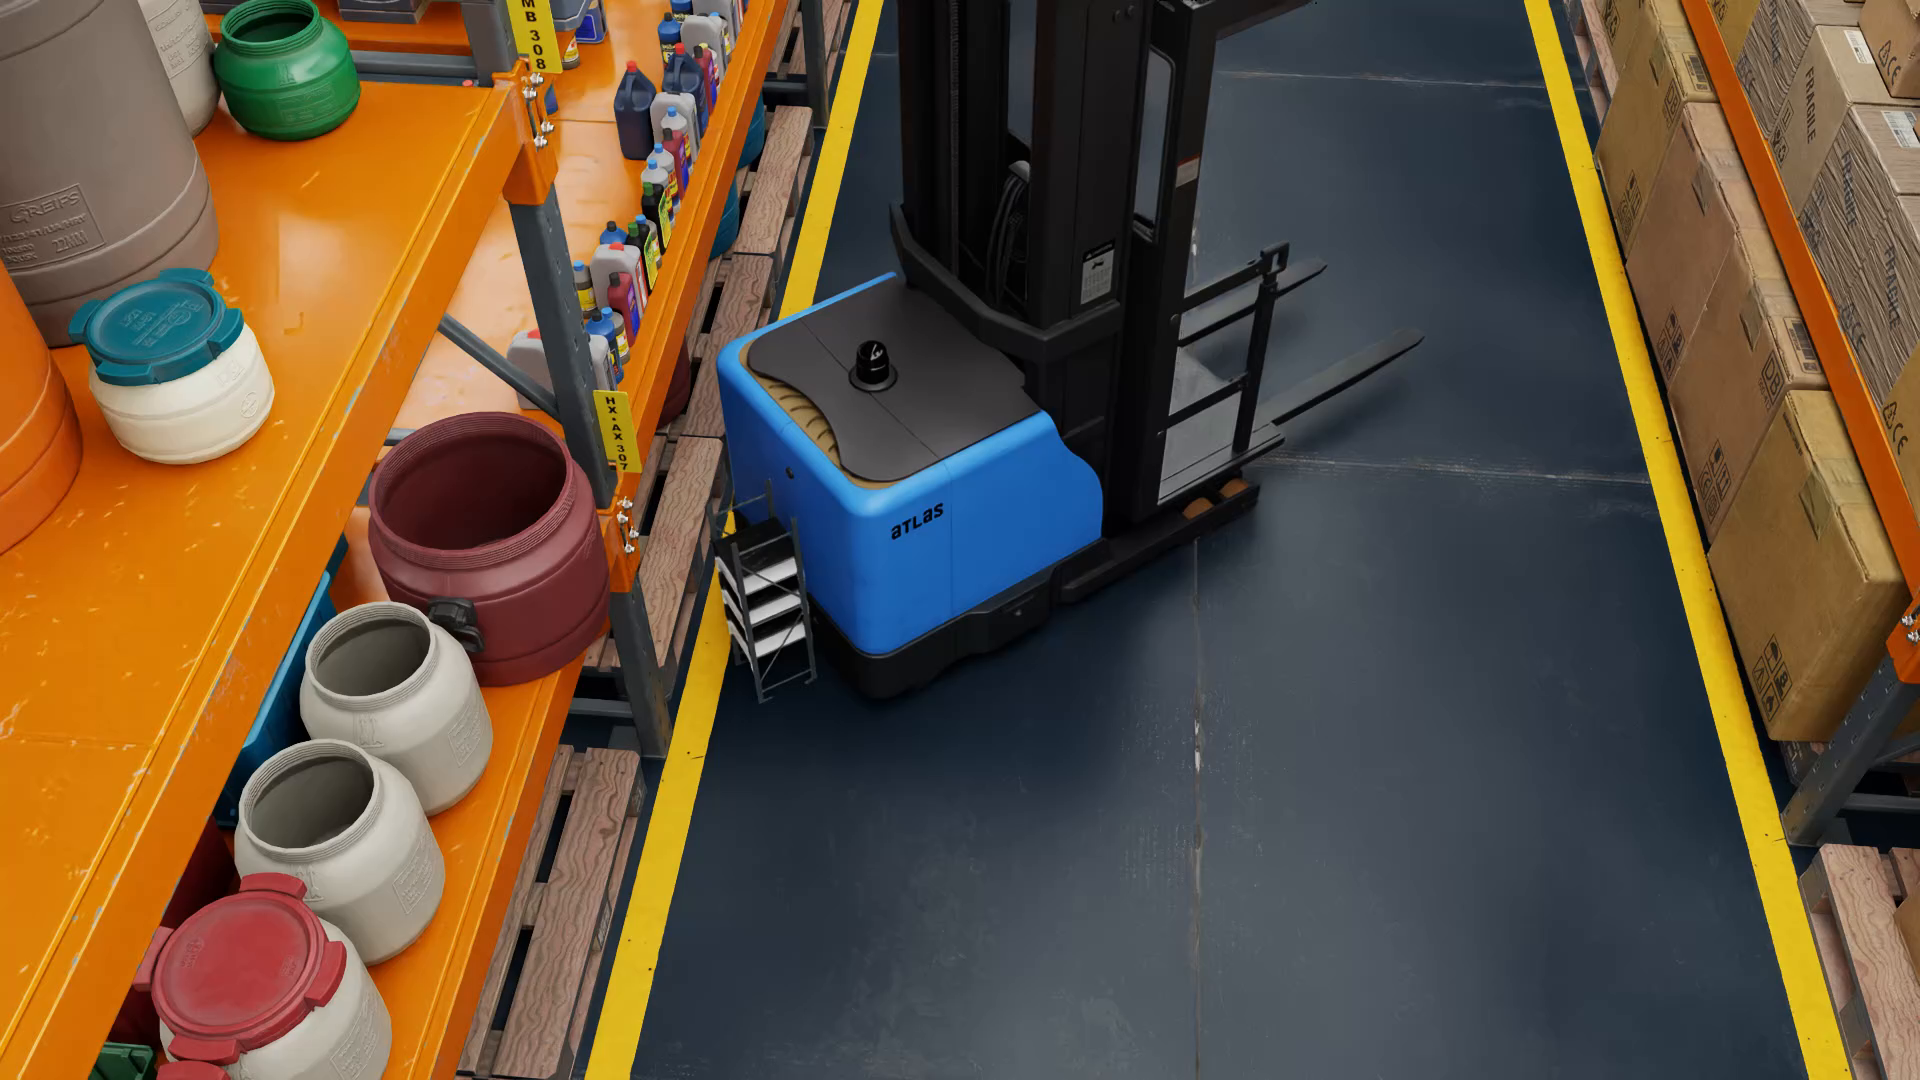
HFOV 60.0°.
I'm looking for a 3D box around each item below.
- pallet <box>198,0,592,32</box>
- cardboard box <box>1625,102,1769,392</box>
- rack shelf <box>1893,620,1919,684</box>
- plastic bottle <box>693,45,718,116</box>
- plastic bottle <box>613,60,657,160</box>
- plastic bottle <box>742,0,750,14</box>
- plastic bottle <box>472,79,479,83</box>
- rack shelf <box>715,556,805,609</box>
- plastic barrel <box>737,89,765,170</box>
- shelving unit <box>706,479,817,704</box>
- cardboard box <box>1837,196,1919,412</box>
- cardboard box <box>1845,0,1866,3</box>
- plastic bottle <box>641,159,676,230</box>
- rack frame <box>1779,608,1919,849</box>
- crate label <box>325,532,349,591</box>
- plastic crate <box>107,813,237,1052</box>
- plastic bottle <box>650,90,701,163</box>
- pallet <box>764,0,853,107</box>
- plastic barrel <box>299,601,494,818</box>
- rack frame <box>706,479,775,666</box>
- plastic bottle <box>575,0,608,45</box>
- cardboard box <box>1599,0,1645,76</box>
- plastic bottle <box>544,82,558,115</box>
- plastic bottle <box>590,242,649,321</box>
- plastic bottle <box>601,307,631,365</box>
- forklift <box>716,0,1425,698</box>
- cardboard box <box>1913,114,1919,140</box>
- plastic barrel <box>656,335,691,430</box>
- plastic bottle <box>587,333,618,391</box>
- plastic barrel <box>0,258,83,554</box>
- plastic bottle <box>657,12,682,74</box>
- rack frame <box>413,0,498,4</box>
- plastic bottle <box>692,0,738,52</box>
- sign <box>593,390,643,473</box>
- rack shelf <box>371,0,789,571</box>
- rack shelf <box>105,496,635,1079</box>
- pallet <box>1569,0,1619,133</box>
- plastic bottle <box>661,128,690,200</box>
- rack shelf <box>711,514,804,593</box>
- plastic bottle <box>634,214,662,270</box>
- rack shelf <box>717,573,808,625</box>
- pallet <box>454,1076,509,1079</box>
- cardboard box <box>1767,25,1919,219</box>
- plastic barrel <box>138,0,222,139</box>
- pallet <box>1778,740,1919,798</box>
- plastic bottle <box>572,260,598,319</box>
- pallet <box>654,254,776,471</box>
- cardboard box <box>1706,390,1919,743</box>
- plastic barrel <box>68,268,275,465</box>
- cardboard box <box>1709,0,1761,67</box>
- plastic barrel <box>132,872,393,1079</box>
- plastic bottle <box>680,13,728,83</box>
[{"bbox_3d":[-1.388,-1.798,4.456,1.003,0.211,1.213,4,48,4],"label":"pallet"},{"bbox_3d":[3.623,-1.196,6.966,1.225,0.875,0.875,2,48,2],"label":"cardboard box"},{"bbox_3d":[3.195,1.752,3.602,1.077,0.370,4.000,4,48,4],"label":"rack shelf"},{"bbox_3d":[-0.993,-1.801,6.443,0.061,0.283,0.133,4,48,4],"label":"plastic bottle"},{"bbox_3d":[-1.213,-1.621,6.233,0.144,0.351,0.185,4,48,4],"label":"plastic bottle"},{"bbox_3d":[-0.965,-2.383,6.930,0.144,0.351,0.185,4,48,4],"label":"plastic bottle"},{"bbox_3d":[-1.810,-1.654,6.309,0.061,0.283,0.133,4,48,4],"label":"plastic bottle"},{"bbox_3d":[-0.702,0.104,5.841,0.258,0.077,0.200,-24,53,-19],"label":"rack shelf"},{"bbox_3d":[-1.257,-2.268,7.929,0.600,0.901,0.708,4,48,4],"label":"plastic barrel"},{"bbox_3d":[-0.700,0.200,5.951,0.258,0.900,0.210,-24,53,-19],"label":"shelving unit"},{"bbox_3d":[3.227,-0.739,5.326,0.500,0.500,0.500,3,48,3],"label":"cardboard box"},{"bbox_3d":[3.618,-2.298,6.072,0.797,0.503,0.637,4,48,4],"label":"cardboard box"},{"bbox_3d":[-1.081,-1.237,5.936,0.097,0.271,0.097,0,48,0],"label":"plastic bottle"},{"bbox_3d":[3.377,0.040,4.681,1.000,3.000,0.127,4,48,4],"label":"rack frame"},{"bbox_3d":[-1.967,0.047,4.787,0.303,0.233,0.416,4,48,4],"label":"crate label"},{"bbox_3d":[-2.007,0.852,3.895,0.402,0.464,0.583,4,48,4],"label":"plastic crate"},{"bbox_3d":[-1.067,-1.567,6.234,0.152,0.276,0.135,4,48,4],"label":"plastic bottle"},{"bbox_3d":[-1.162,-2.835,9.199,1.003,0.211,1.213,4,48,4],"label":"pallet"},{"bbox_3d":[-1.436,0.439,4.240,0.421,0.512,0.421,0,48,0],"label":"plastic barrel"},{"bbox_3d":[-0.751,0.134,6.010,0.240,0.900,0.006,-24,53,-19],"label":"rack frame"},{"bbox_3d":[-1.545,-2.186,6.800,0.152,0.276,0.135,4,48,4],"label":"plastic bottle"},{"bbox_3d":[3.882,-2.804,8.437,0.875,0.875,0.875,4,48,4],"label":"cardboard box"},{"bbox_3d":[-1.630,-1.788,6.440,0.097,0.271,0.097,0,48,0],"label":"plastic bottle"},{"bbox_3d":[-1.152,-0.888,5.613,0.152,0.276,0.135,4,48,4],"label":"plastic bottle"},{"bbox_3d":[-1.147,-0.677,5.471,0.097,0.201,0.097,0,48,0],"label":"plastic bottle"},{"bbox_3d":[0.609,-1.289,5.942,3.031,2.935,1.130,-28,53,-23],"label":"forklift"},{"bbox_3d":[3.522,-1.347,5.202,0.797,0.503,0.637,5,48,4],"label":"cardboard box"},{"bbox_3d":[-1.424,-0.812,6.809,0.600,0.588,0.708,4,48,4],"label":"plastic barrel"},{"bbox_3d":[-1.194,-0.548,5.302,0.152,0.276,0.135,4,48,4],"label":"plastic bottle"},{"bbox_3d":[-1.906,-0.381,2.742,0.600,0.830,0.708,4,48,4],"label":"plastic barrel"},{"bbox_3d":[-1.143,-1.964,6.601,0.097,0.271,0.097,0,48,0],"label":"plastic bottle"},{"bbox_3d":[-1.555,-2.318,2.772,1.000,3.000,0.127,4,48,4],"label":"rack frame"},{"bbox_3d":[-0.996,-2.142,6.760,0.152,0.276,0.135,4,48,4],"label":"plastic bottle"},{"bbox_3d":[-1.007,-0.317,4.896,0.100,0.325,0.005,4,48,4],"label":"sign"},{"bbox_3d":[-1.373,-1.520,6.595,1.077,0.370,4.000,4,48,4],"label":"rack shelf"},{"bbox_3d":[-1.737,1.419,3.907,1.077,0.370,4.000,4,48,4],"label":"rack shelf"},{"bbox_3d":[3.889,-2.512,8.905,1.003,0.211,1.213,4,48,4],"label":"pallet"},{"bbox_3d":[-1.043,-1.396,6.073,0.061,0.283,0.133,4,48,4],"label":"plastic bottle"},{"bbox_3d":[-0.703,0.044,5.773,0.258,0.077,0.200,-24,53,-19],"label":"rack shelf"},{"bbox_3d":[-1.102,-1.044,5.807,0.097,0.201,0.097,0,48,0],"label":"plastic bottle"},{"bbox_3d":[-0.701,0.163,5.908,0.258,0.077,0.200,-24,53,-19],"label":"rack shelf"},{"bbox_3d":[-1.778,2.108,4.679,1.003,0.211,1.213,4,48,4],"label":"pallet"},{"bbox_3d":[3.318,-1.495,6.017,0.500,0.500,0.500,5,48,4],"label":"cardboard box"},{"bbox_3d":[-1.888,-1.136,3.648,0.421,0.512,0.421,0,48,0],"label":"plastic barrel"},{"bbox_3d":[3.524,0.407,6.235,1.003,0.211,1.213,4,48,4],"label":"pallet"},{"bbox_3d":[-1.277,-0.857,5.636,0.097,0.201,0.097,0,48,0],"label":"plastic bottle"},{"bbox_3d":[-1.411,-0.828,7.365,1.003,0.211,1.213,4,48,4],"label":"pallet"},{"bbox_3d":[3.461,0.109,5.773,1.225,0.875,0.875,2,48,2],"label":"cardboard box"},{"bbox_3d":[-1.438,-0.309,3.061,0.301,0.262,0.301,0,48,0],"label":"plastic barrel"},{"bbox_3d":[3.406,-2.243,6.701,0.500,0.500,0.500,4,48,4],"label":"cardboard box"},{"bbox_3d":[-1.508,1.055,3.660,0.433,0.535,0.433,0,48,0],"label":"plastic barrel"},{"bbox_3d":[-1.017,-1.971,6.604,0.152,0.276,0.135,4,48,4],"label":"plastic bottle"}]
